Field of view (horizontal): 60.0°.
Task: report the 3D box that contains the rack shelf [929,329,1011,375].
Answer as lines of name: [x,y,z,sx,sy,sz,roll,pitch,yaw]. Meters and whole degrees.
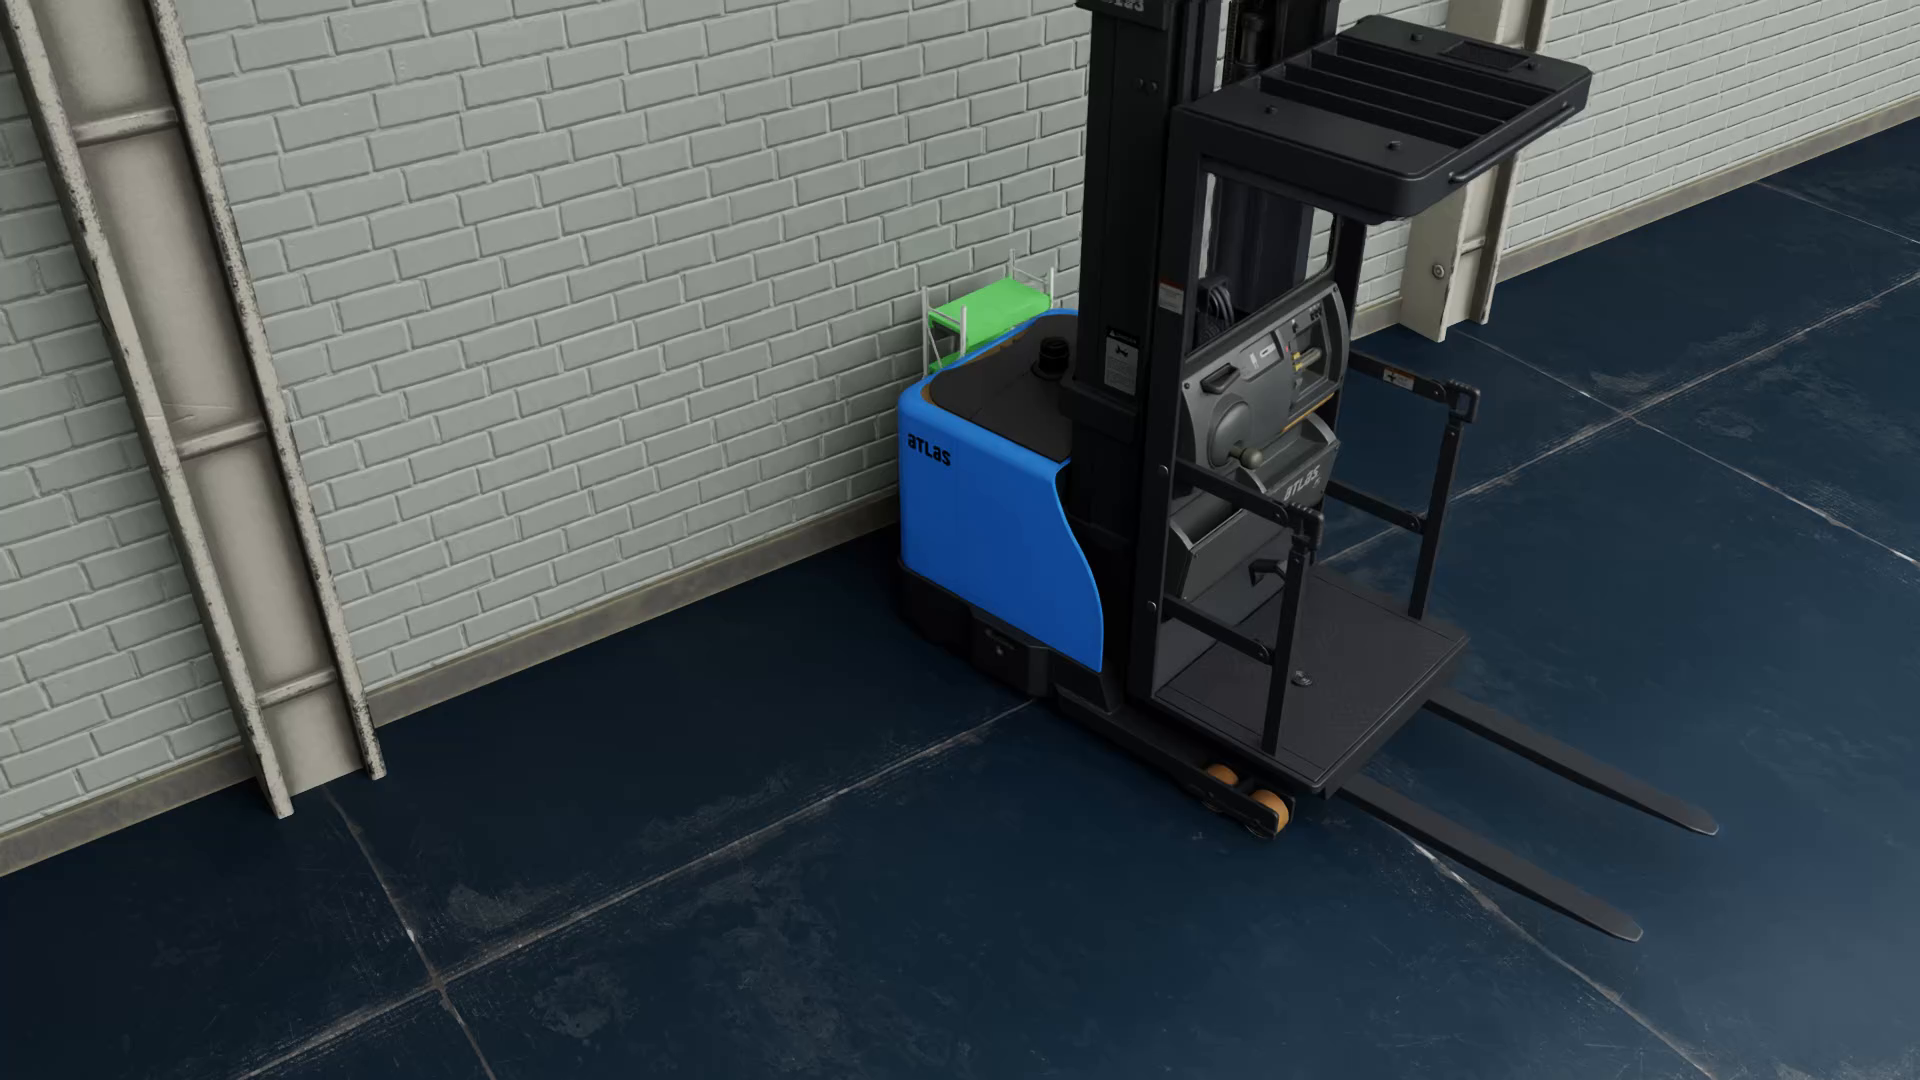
rack shelf: [0.115,-0.706,6.901,0.480,0.148,0.258,-29,44,-34]

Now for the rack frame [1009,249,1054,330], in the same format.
rack frame: [0.294,-0.660,7.140,0.015,1.200,0.240,-29,44,-34]

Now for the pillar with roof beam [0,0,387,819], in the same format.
pillar with roof beam: [0.143,-0.750,0.586,0.400,9.000,9.100,-22,41,-28]

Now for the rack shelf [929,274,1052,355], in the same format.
rack shelf: [0.115,-0.901,6.762,0.480,0.148,0.258,-29,44,-34]

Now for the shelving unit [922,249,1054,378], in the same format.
shelving unit: [0.116,-0.563,7.004,0.503,1.200,0.258,-29,44,-34]

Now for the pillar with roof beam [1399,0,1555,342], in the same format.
pillar with roof beam: [5.048,-2.768,3.392,0.400,9.000,9.100,-22,41,-28]

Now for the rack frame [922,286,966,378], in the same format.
rack frame: [-0.062,-0.465,6.868,0.015,1.200,0.240,-29,44,-34]

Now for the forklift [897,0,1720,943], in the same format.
forklift: [1.184,-0.500,5.434,3.031,2.935,1.130,28,44,33]
